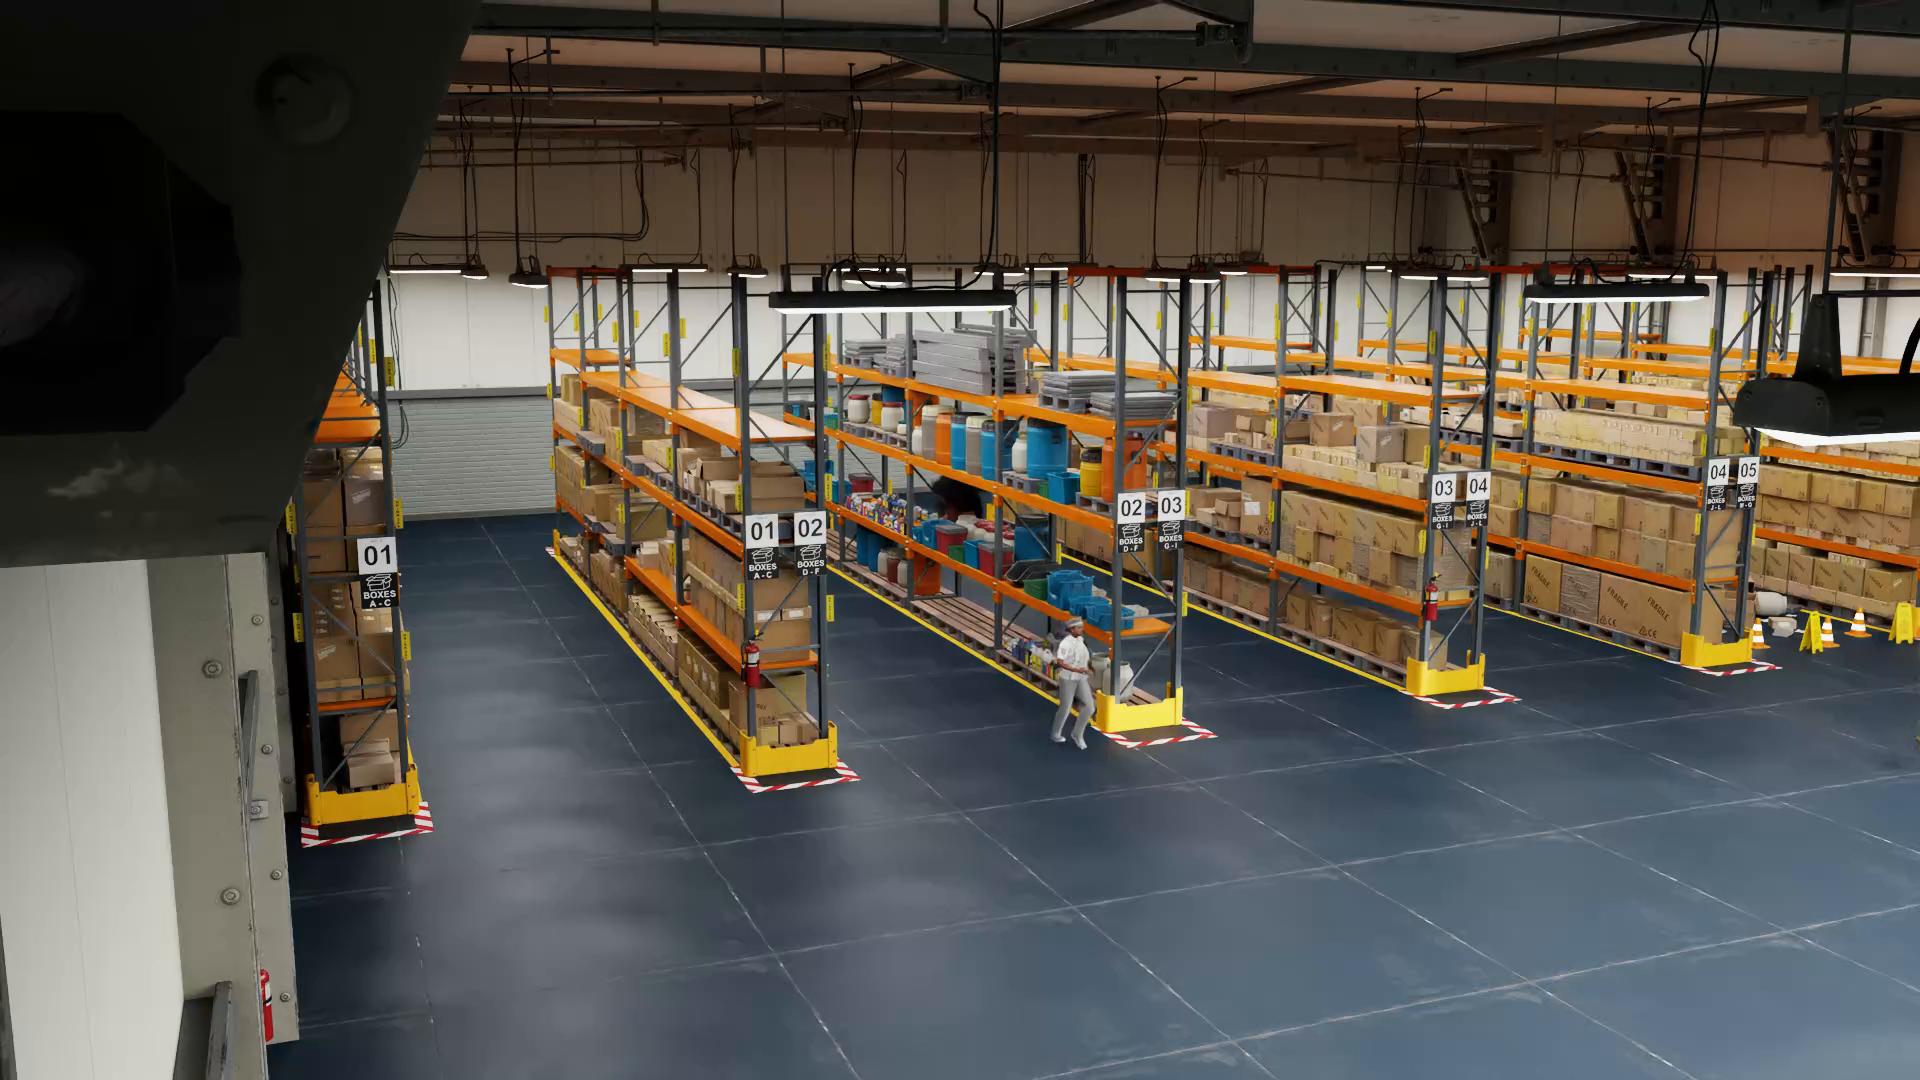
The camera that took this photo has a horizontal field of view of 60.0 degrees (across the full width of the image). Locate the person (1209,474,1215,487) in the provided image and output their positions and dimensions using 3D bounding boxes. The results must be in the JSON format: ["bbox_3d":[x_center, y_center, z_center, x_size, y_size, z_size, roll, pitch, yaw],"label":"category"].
[{"bbox_3d":[6.332,-1.647,41.642,0.584,1.589,0.590,8,13,38],"label":"person"}]

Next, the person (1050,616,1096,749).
[{"bbox_3d":[1.504,1.827,21.446,0.650,1.719,0.574,-9,14,-43],"label":"person"}]

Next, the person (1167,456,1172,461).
[{"bbox_3d":[4.777,-1.135,38.352,0.569,1.634,0.630,-4,11,-23],"label":"person"}]
